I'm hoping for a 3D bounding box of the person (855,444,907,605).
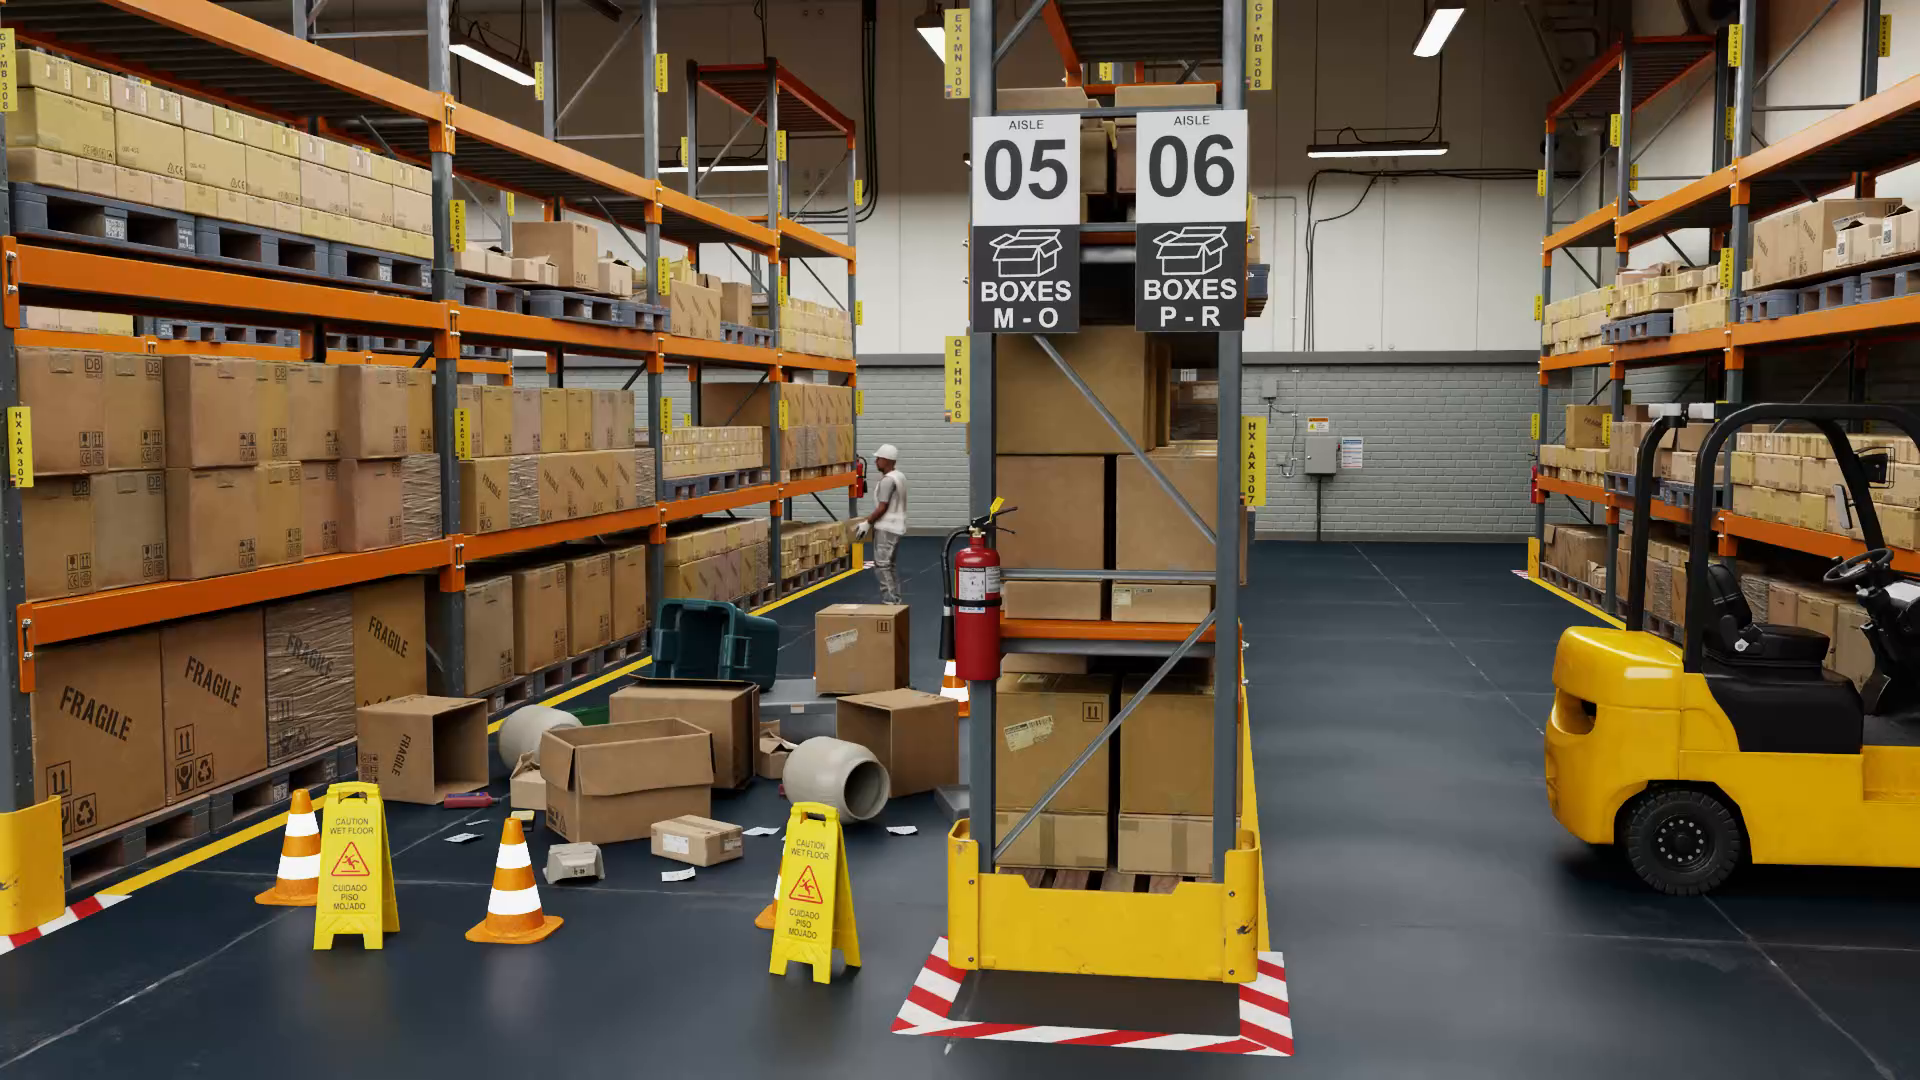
[{"bbox_3d":[-0.800,-0.085,17.031,0.509,1.788,0.546,1,4,8],"label":"person"}]
